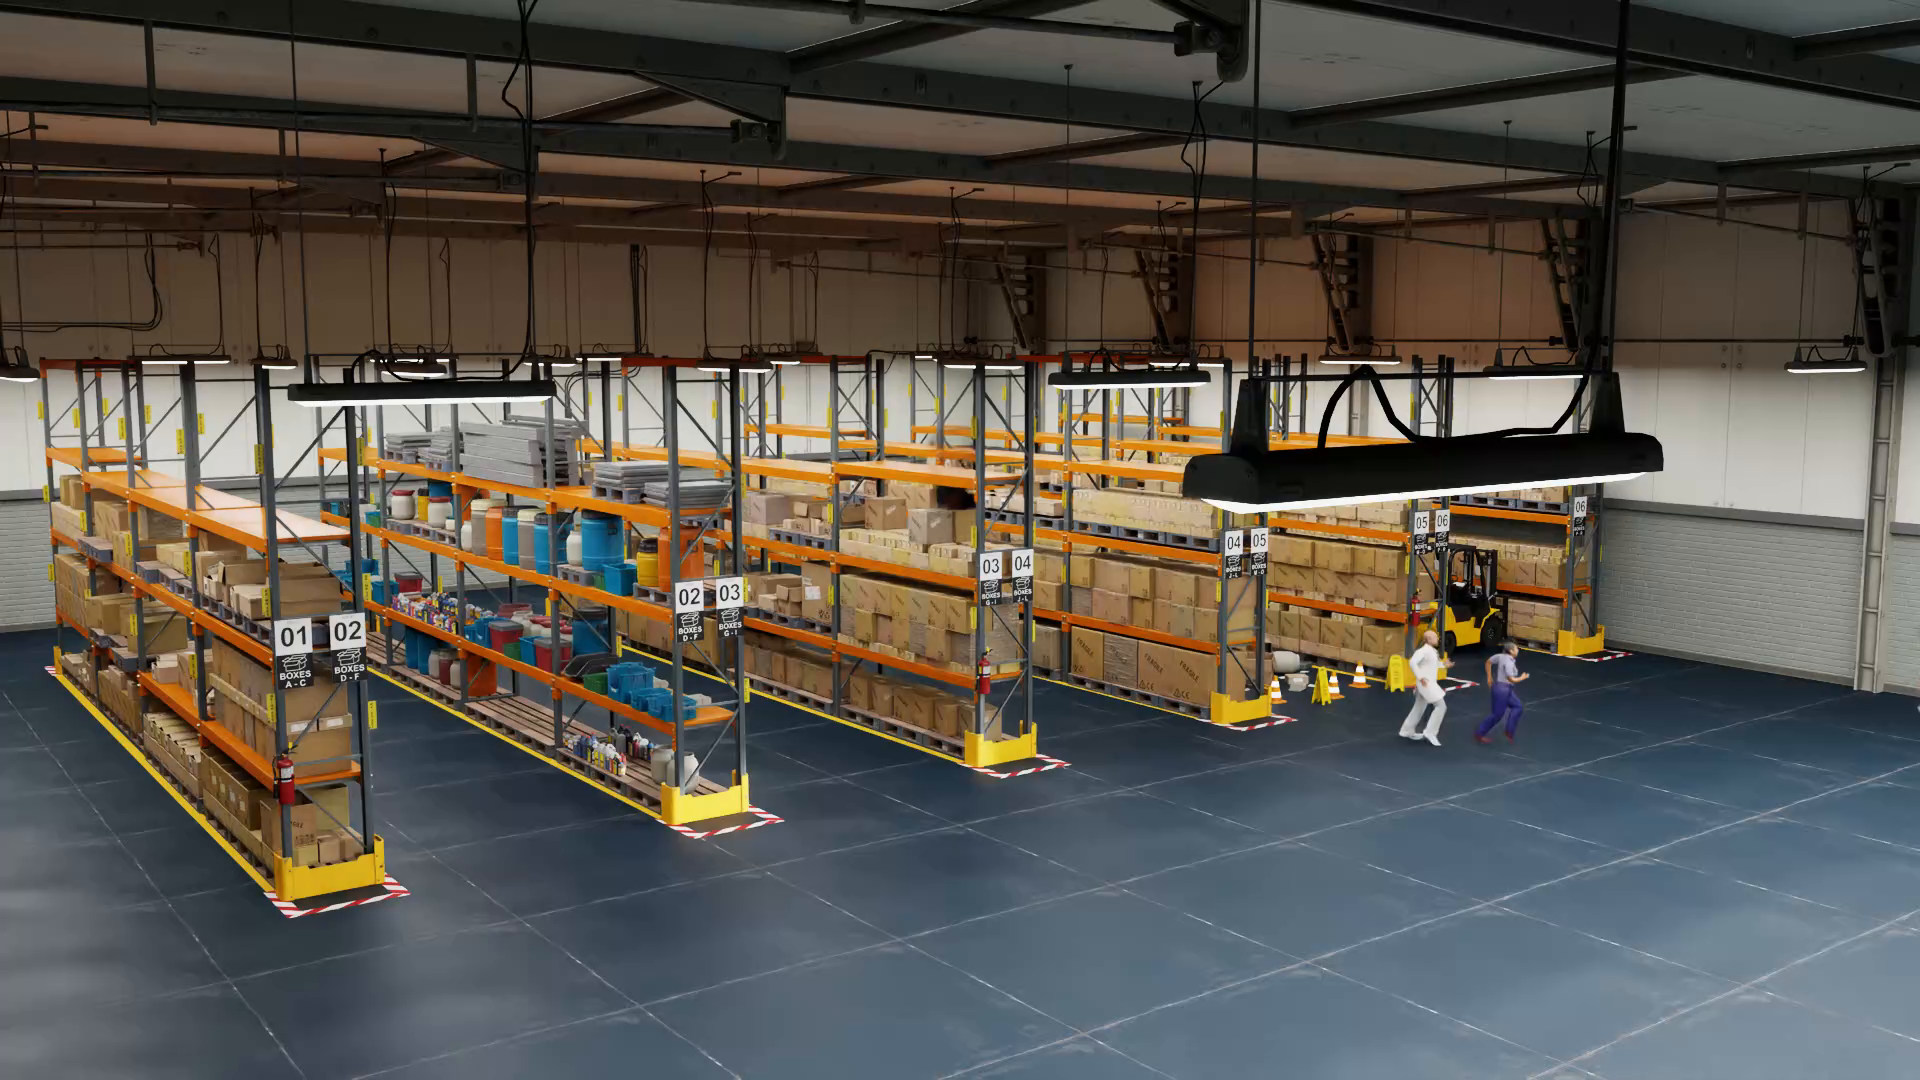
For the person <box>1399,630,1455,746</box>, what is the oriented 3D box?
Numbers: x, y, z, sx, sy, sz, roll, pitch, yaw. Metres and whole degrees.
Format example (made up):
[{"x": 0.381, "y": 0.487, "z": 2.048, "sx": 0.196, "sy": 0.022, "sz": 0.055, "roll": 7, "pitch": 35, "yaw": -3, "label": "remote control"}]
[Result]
[{"x": 7.355, "y": 2.338, "z": 26.190, "sx": 0.825, "sy": 1.835, "sz": 0.666, "roll": 1, "pitch": 7, "yaw": 11, "label": "person"}]

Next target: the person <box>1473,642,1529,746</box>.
[{"x": 8.459, "y": 2.412, "z": 25.993, "sx": 0.812, "sy": 1.667, "sz": 0.628, "roll": 1, "pitch": 7, "yaw": 7, "label": "person"}]
